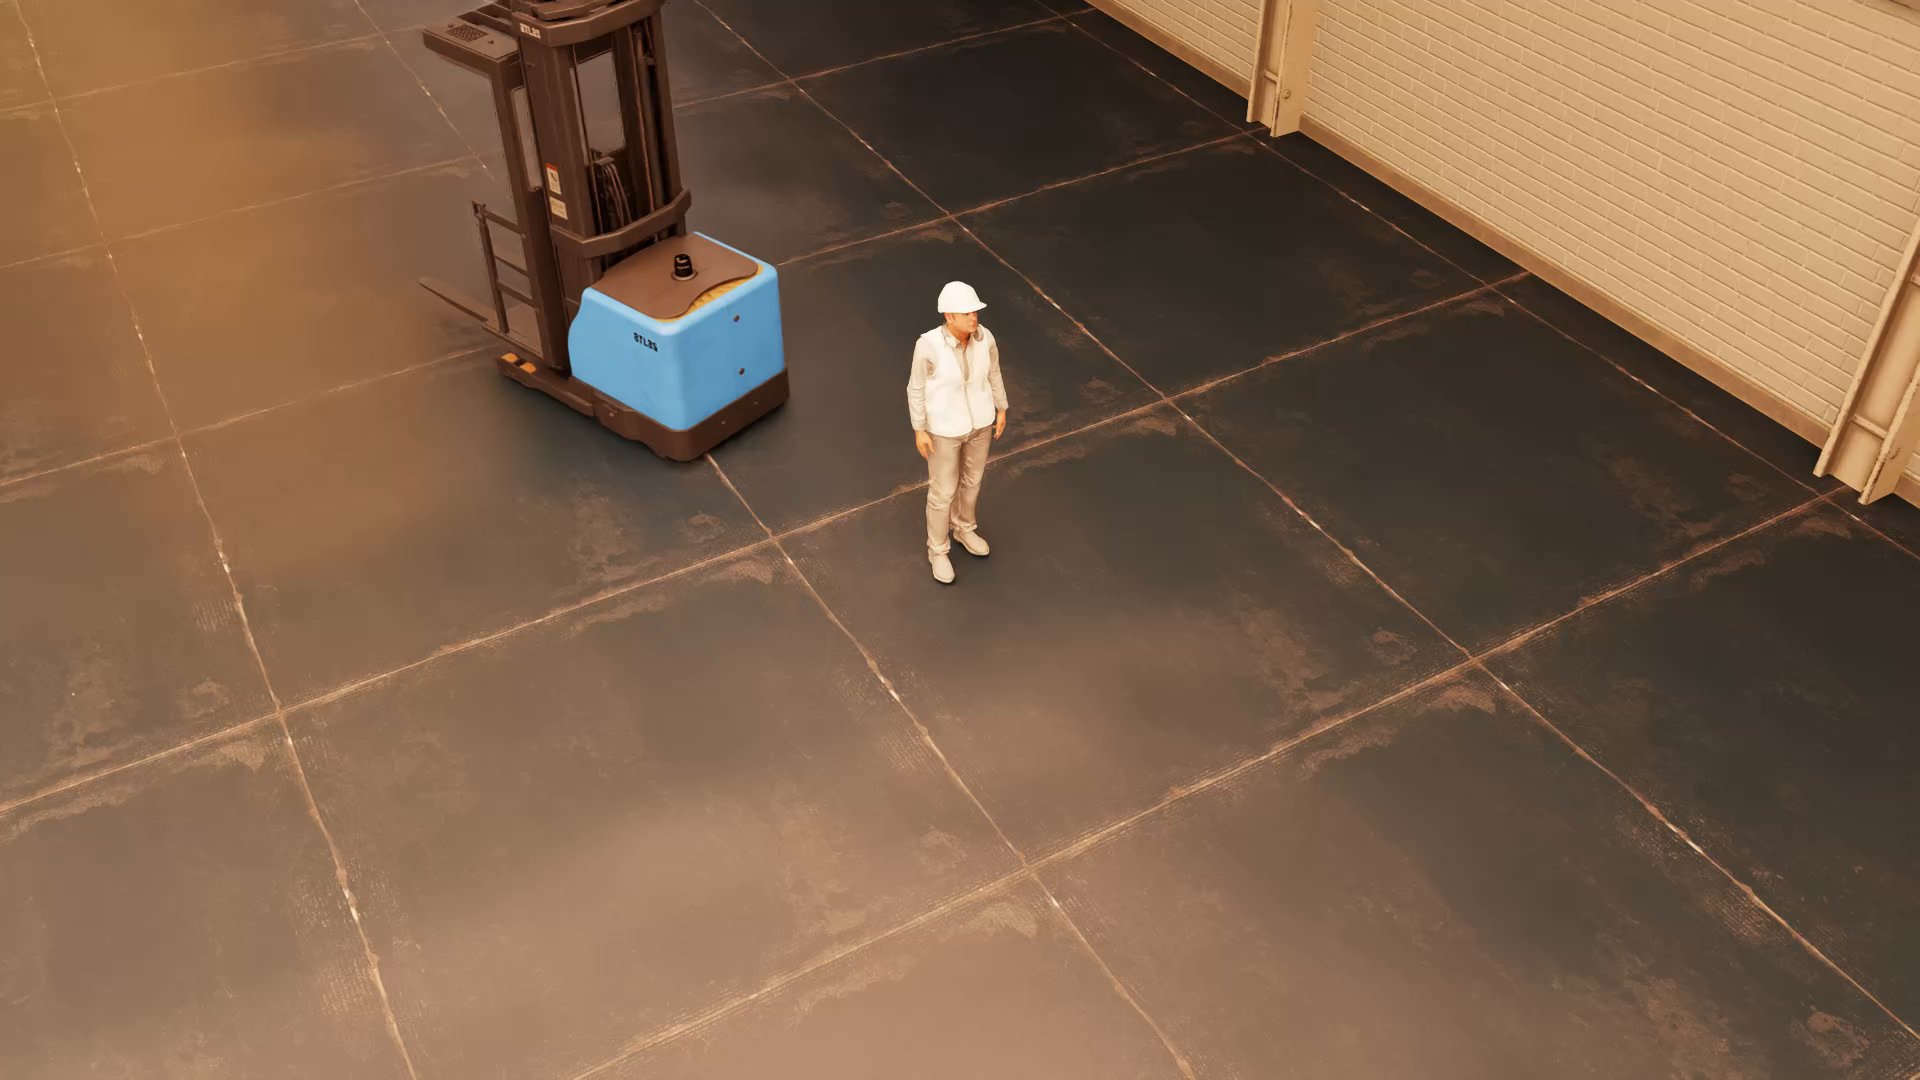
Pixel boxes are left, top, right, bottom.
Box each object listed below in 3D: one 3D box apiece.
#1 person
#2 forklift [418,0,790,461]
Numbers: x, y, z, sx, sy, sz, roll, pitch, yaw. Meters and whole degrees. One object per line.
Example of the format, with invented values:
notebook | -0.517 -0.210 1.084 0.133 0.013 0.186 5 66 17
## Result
person | 0.025 -0.651 9.716 0.633 1.775 0.566 -20 44 -23
forklift | -2.629 -2.429 10.965 3.031 2.935 1.130 28 47 29
